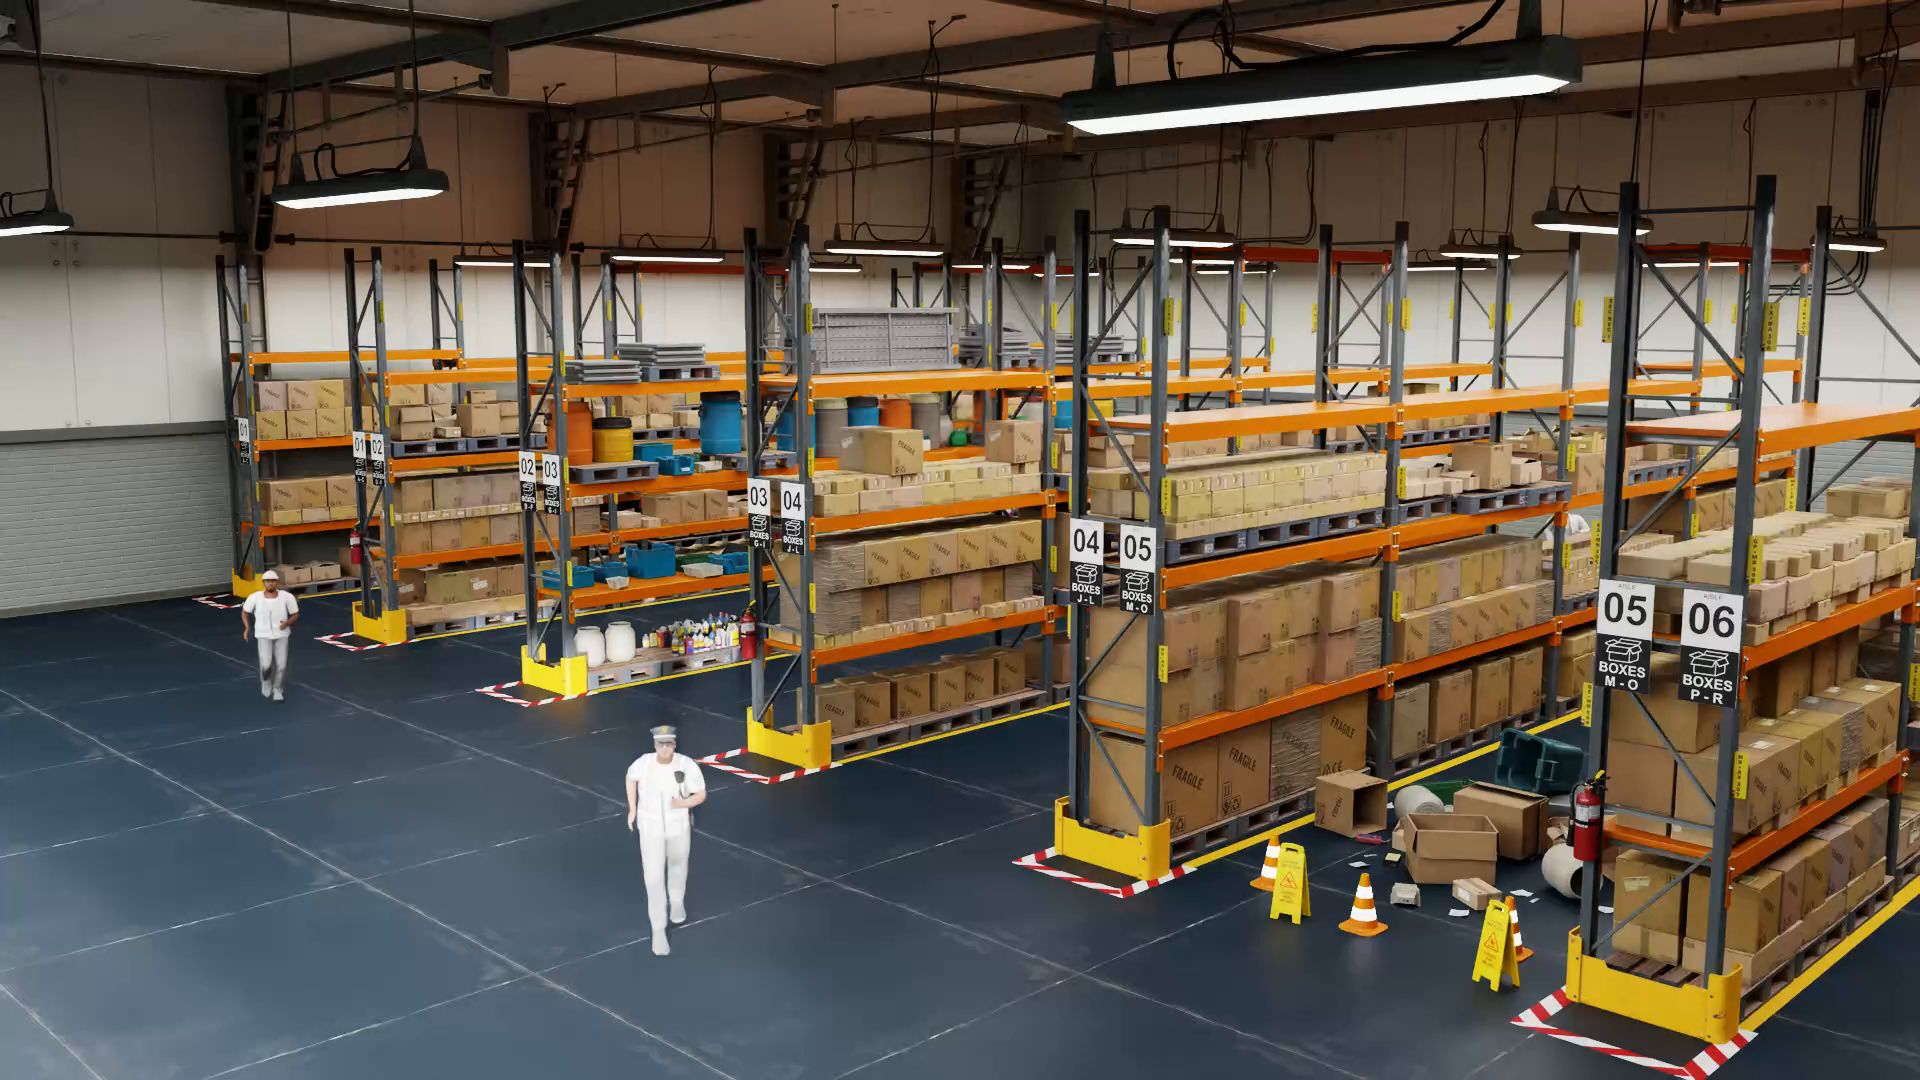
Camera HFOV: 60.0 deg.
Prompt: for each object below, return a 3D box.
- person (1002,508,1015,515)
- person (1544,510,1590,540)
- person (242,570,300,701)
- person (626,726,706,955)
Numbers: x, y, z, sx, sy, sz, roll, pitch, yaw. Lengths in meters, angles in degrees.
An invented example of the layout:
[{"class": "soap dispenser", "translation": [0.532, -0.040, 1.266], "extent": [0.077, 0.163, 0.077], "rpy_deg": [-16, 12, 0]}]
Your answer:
[{"class": "person", "translation": [0.764, -0.350, 32.400], "extent": [0.663, 1.638, 0.930], "rpy_deg": [5, 9, 30]}, {"class": "person", "translation": [10.769, 0.196, 29.346], "extent": [0.772, 1.738, 0.881], "rpy_deg": [0, 8, 3]}, {"class": "person", "translation": [-8.924, 1.255, 21.573], "extent": [0.692, 1.723, 0.605], "rpy_deg": [-4, 9, -23]}, {"class": "person", "translation": [-2.390, 2.379, 13.574], "extent": [0.634, 1.832, 0.892], "rpy_deg": [-2, 8, -11]}]
